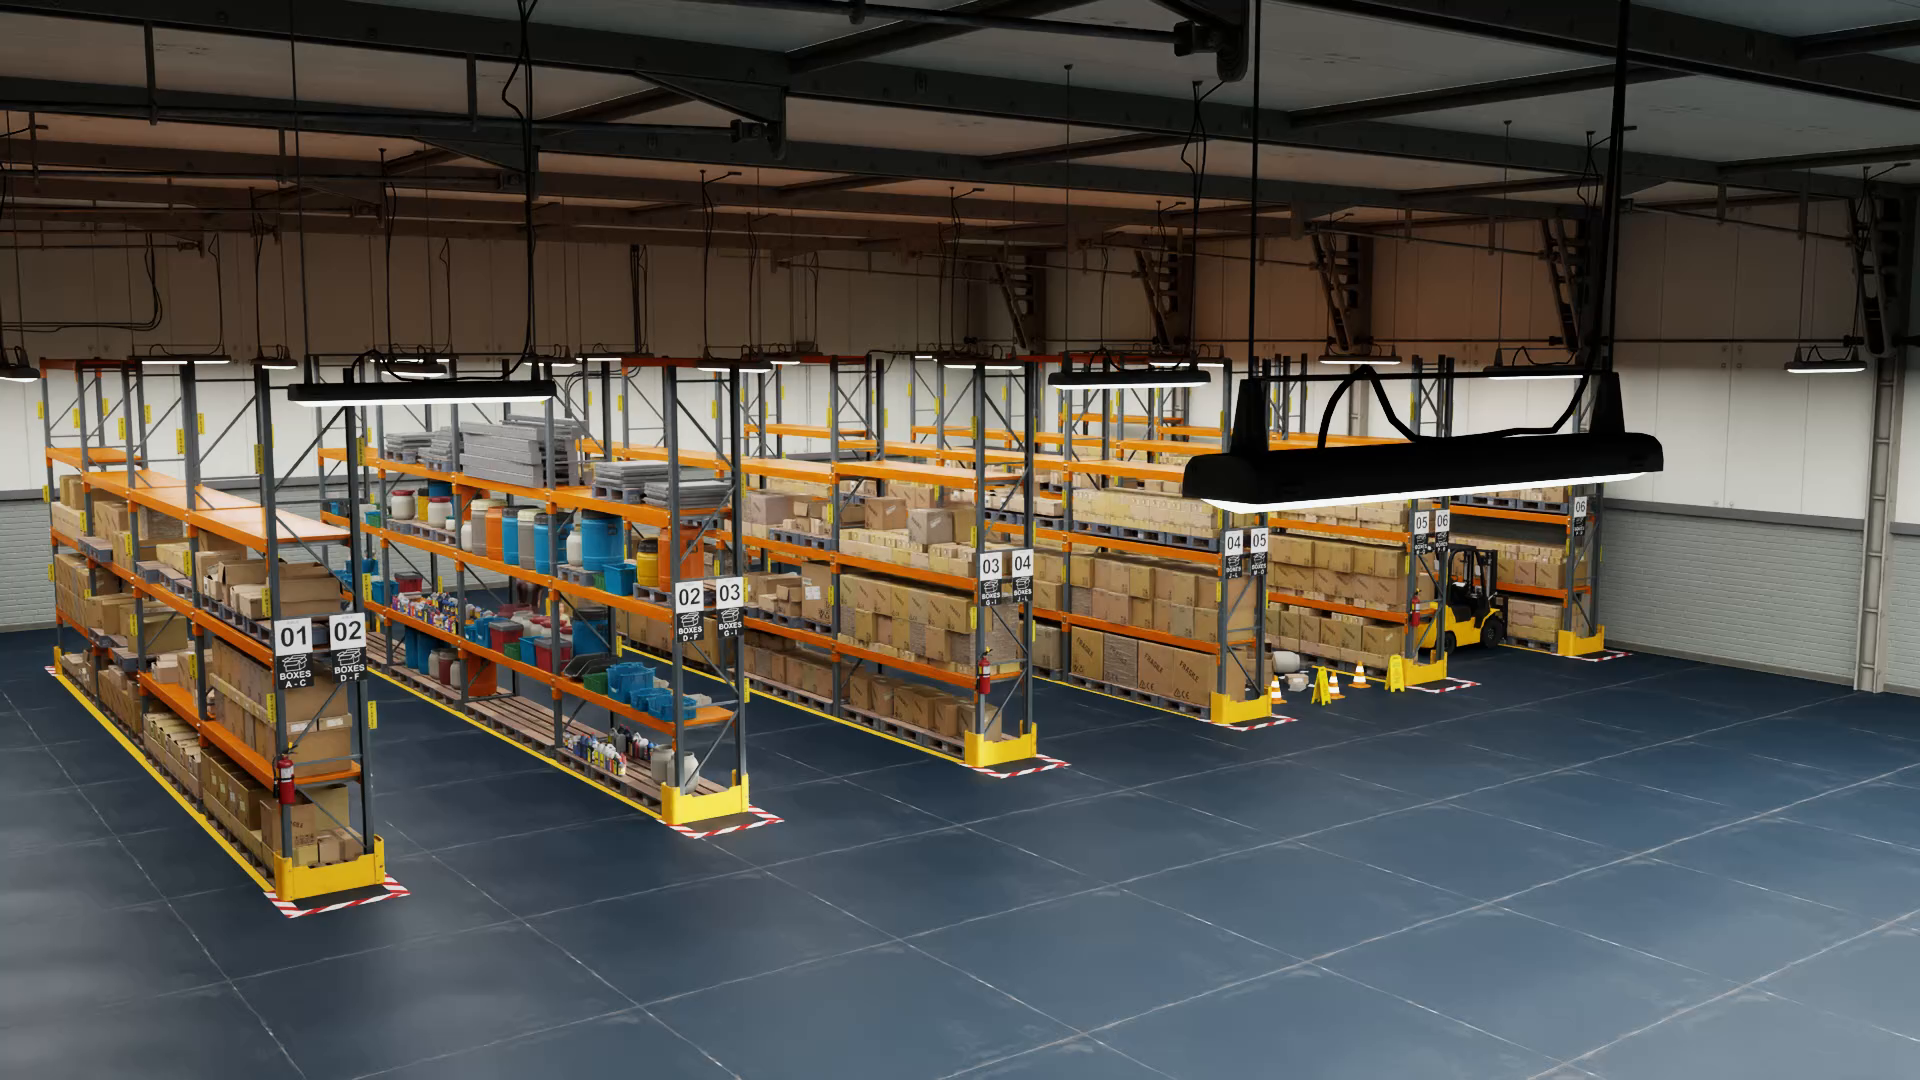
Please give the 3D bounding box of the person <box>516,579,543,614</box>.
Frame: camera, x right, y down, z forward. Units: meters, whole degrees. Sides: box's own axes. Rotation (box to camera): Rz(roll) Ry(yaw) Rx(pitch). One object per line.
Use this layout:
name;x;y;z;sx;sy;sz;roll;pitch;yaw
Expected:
person;-8.951;1.382;34.370;0.730;1.684;0.655;-4;8;-29

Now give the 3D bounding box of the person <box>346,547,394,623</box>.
person;-13.311;1.004;37.338;1.119;1.703;0.520;-2;7;-20

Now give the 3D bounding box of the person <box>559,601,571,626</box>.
person;-7.241;1.895;30.180;0.497;1.610;1.058;-6;9;-39

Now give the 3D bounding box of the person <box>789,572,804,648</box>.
person;-3.357;1.487;33.646;0.427;1.691;0.500;3;8;26
